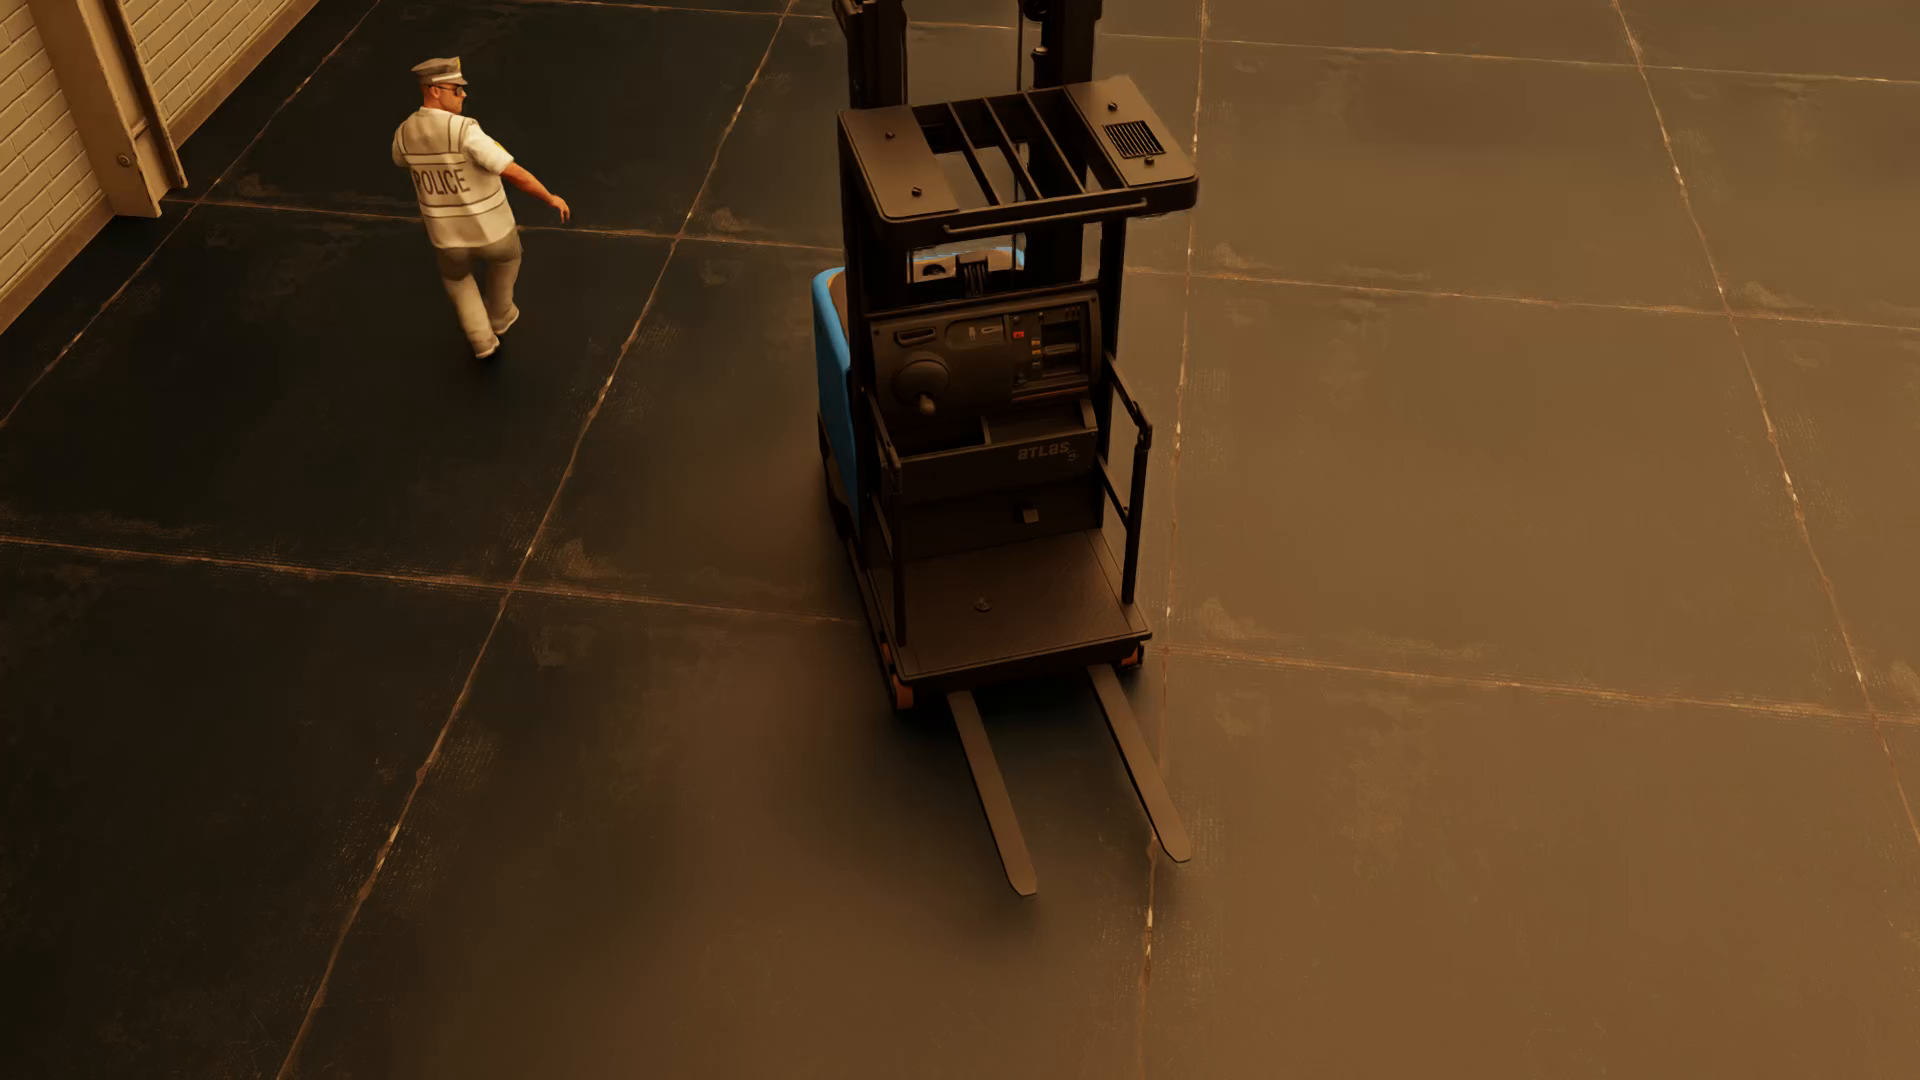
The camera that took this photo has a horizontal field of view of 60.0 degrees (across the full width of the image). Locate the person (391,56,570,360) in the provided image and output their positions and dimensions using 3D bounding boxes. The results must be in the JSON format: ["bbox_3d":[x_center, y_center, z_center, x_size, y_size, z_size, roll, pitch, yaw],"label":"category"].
[{"bbox_3d":[-2.443,-1.730,8.577,0.886,1.637,0.864,1,43,1],"label":"person"}]

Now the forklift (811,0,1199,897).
[{"bbox_3d":[0.165,-0.648,6.430,1.130,2.935,3.031,-10,44,-11],"label":"forklift"}]
